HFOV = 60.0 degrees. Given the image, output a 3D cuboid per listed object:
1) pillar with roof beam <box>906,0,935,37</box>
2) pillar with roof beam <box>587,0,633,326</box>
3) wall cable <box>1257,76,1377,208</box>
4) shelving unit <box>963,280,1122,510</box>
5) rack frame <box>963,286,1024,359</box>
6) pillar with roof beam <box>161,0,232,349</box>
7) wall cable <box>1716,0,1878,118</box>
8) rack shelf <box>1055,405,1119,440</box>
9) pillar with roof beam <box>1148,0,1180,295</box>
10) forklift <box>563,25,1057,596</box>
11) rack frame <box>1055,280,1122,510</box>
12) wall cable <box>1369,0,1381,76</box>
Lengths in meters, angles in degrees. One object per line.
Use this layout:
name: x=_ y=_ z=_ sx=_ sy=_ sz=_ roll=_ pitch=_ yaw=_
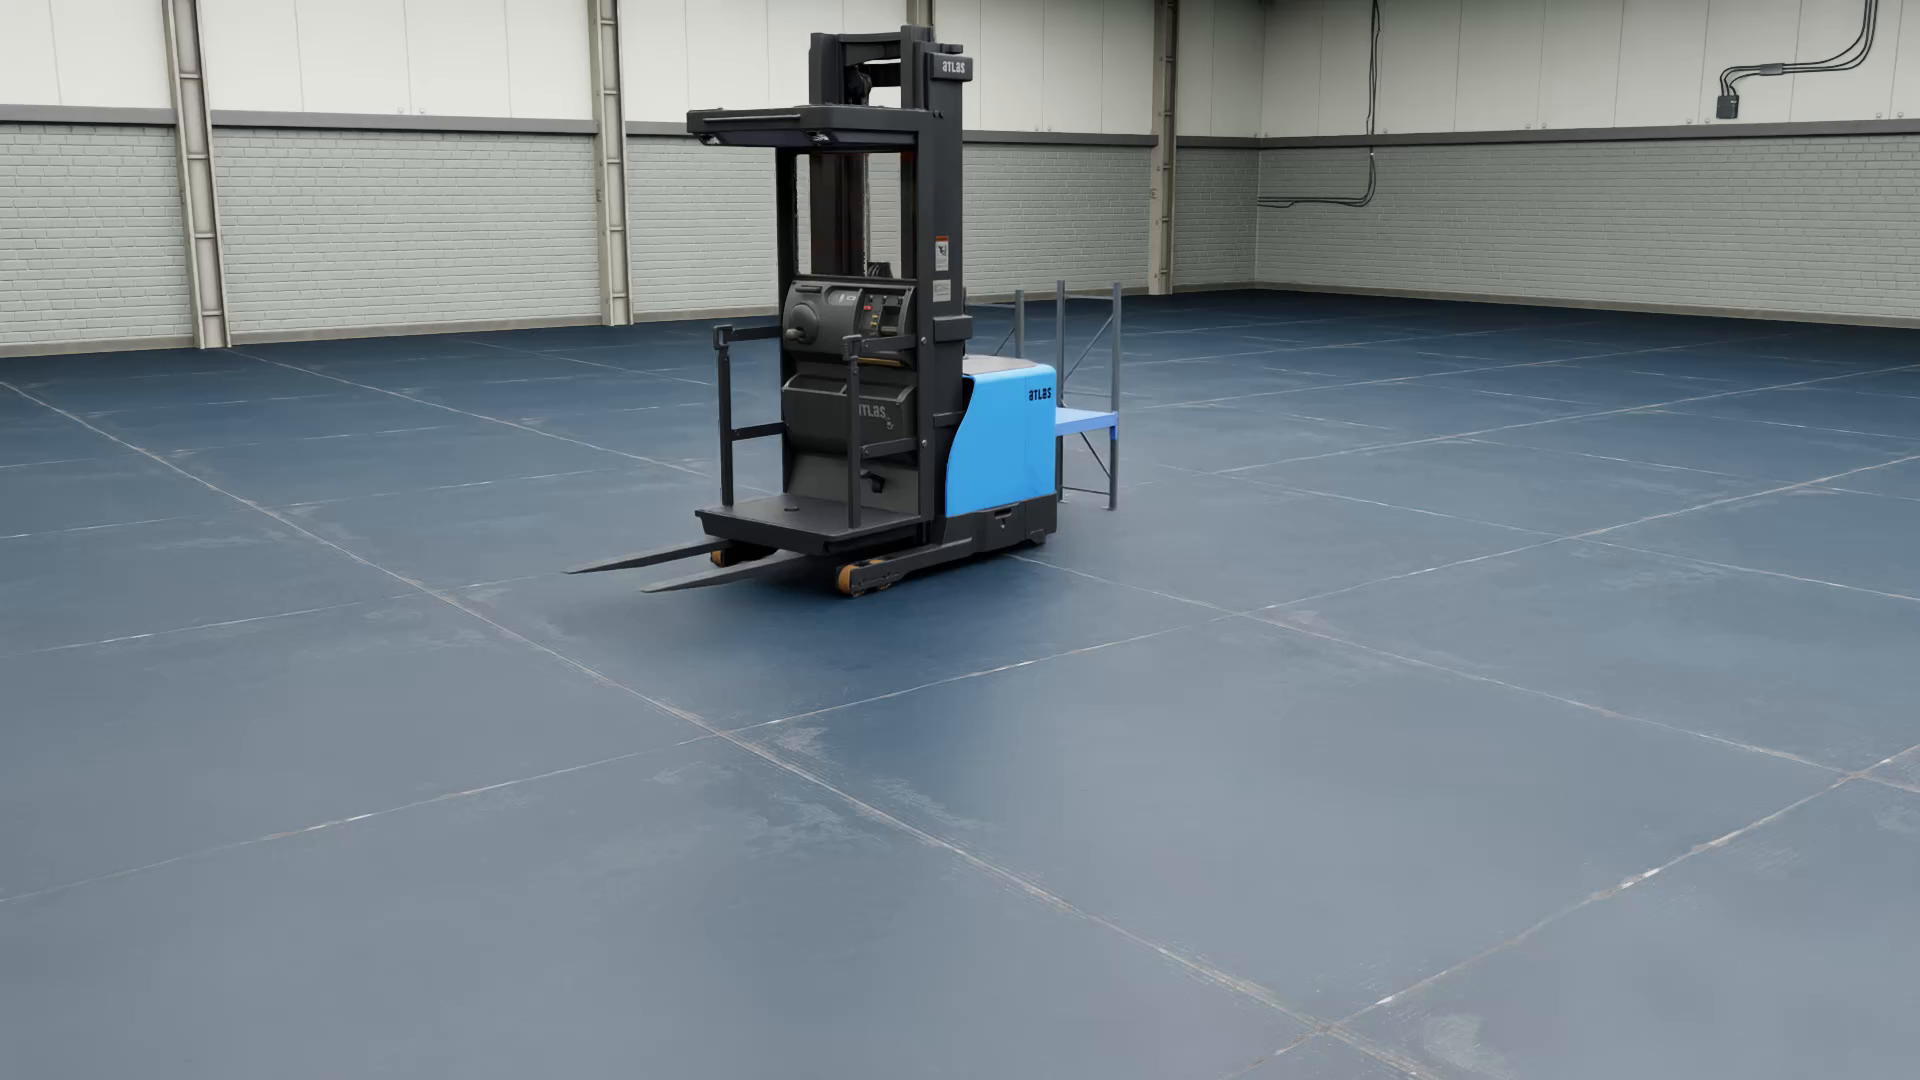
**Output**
pillar with roof beam: x=2.016 y=-7.857 z=25.467 sx=0.400 sy=9.000 sz=9.100 roll=-9 pitch=15 yaw=-38
pillar with roof beam: x=-2.669 y=-7.079 z=21.801 sx=0.400 sy=9.000 sz=9.100 roll=-9 pitch=15 yaw=-38
wall cable: x=7.138 y=-7.983 z=33.535 sx=0.112 sy=2.526 sz=3.097 roll=-9 pitch=15 yaw=-38
shelving unit: x=0.516 y=-0.886 z=10.690 sx=0.538 sy=1.500 sz=1.048 roll=10 pitch=16 yaw=39
rack frame: x=0.186 y=-0.806 z=10.312 sx=0.500 sy=1.500 sz=0.032 roll=10 pitch=16 yaw=39
pillar with roof beam: x=-7.354 y=-6.300 z=18.134 sx=0.400 sy=9.000 sz=9.100 roll=-9 pitch=15 yaw=-38
wall cable: x=13.056 y=-9.624 z=25.598 sx=0.169 sy=6.003 sz=2.305 roll=-9 pitch=15 yaw=-38
rack shelf: x=0.516 y=-0.710 z=10.727 sx=0.538 sy=0.185 sz=1.000 roll=10 pitch=16 yaw=39
pillar with roof beam: x=6.701 y=-8.636 z=29.134 sx=0.400 sy=9.000 sz=9.100 roll=-9 pitch=15 yaw=-38
forklift: x=-0.754 y=-1.254 z=8.979 sx=1.130 sy=2.935 sz=3.031 roll=10 pitch=16 yaw=39
rack frame: x=0.846 y=-0.966 z=11.068 sx=0.500 sy=1.500 sz=0.032 roll=10 pitch=16 yaw=39
wall cable: x=8.828 y=-10.015 z=30.944 sx=0.112 sy=2.526 sz=3.097 roll=-9 pitch=15 yaw=-38
